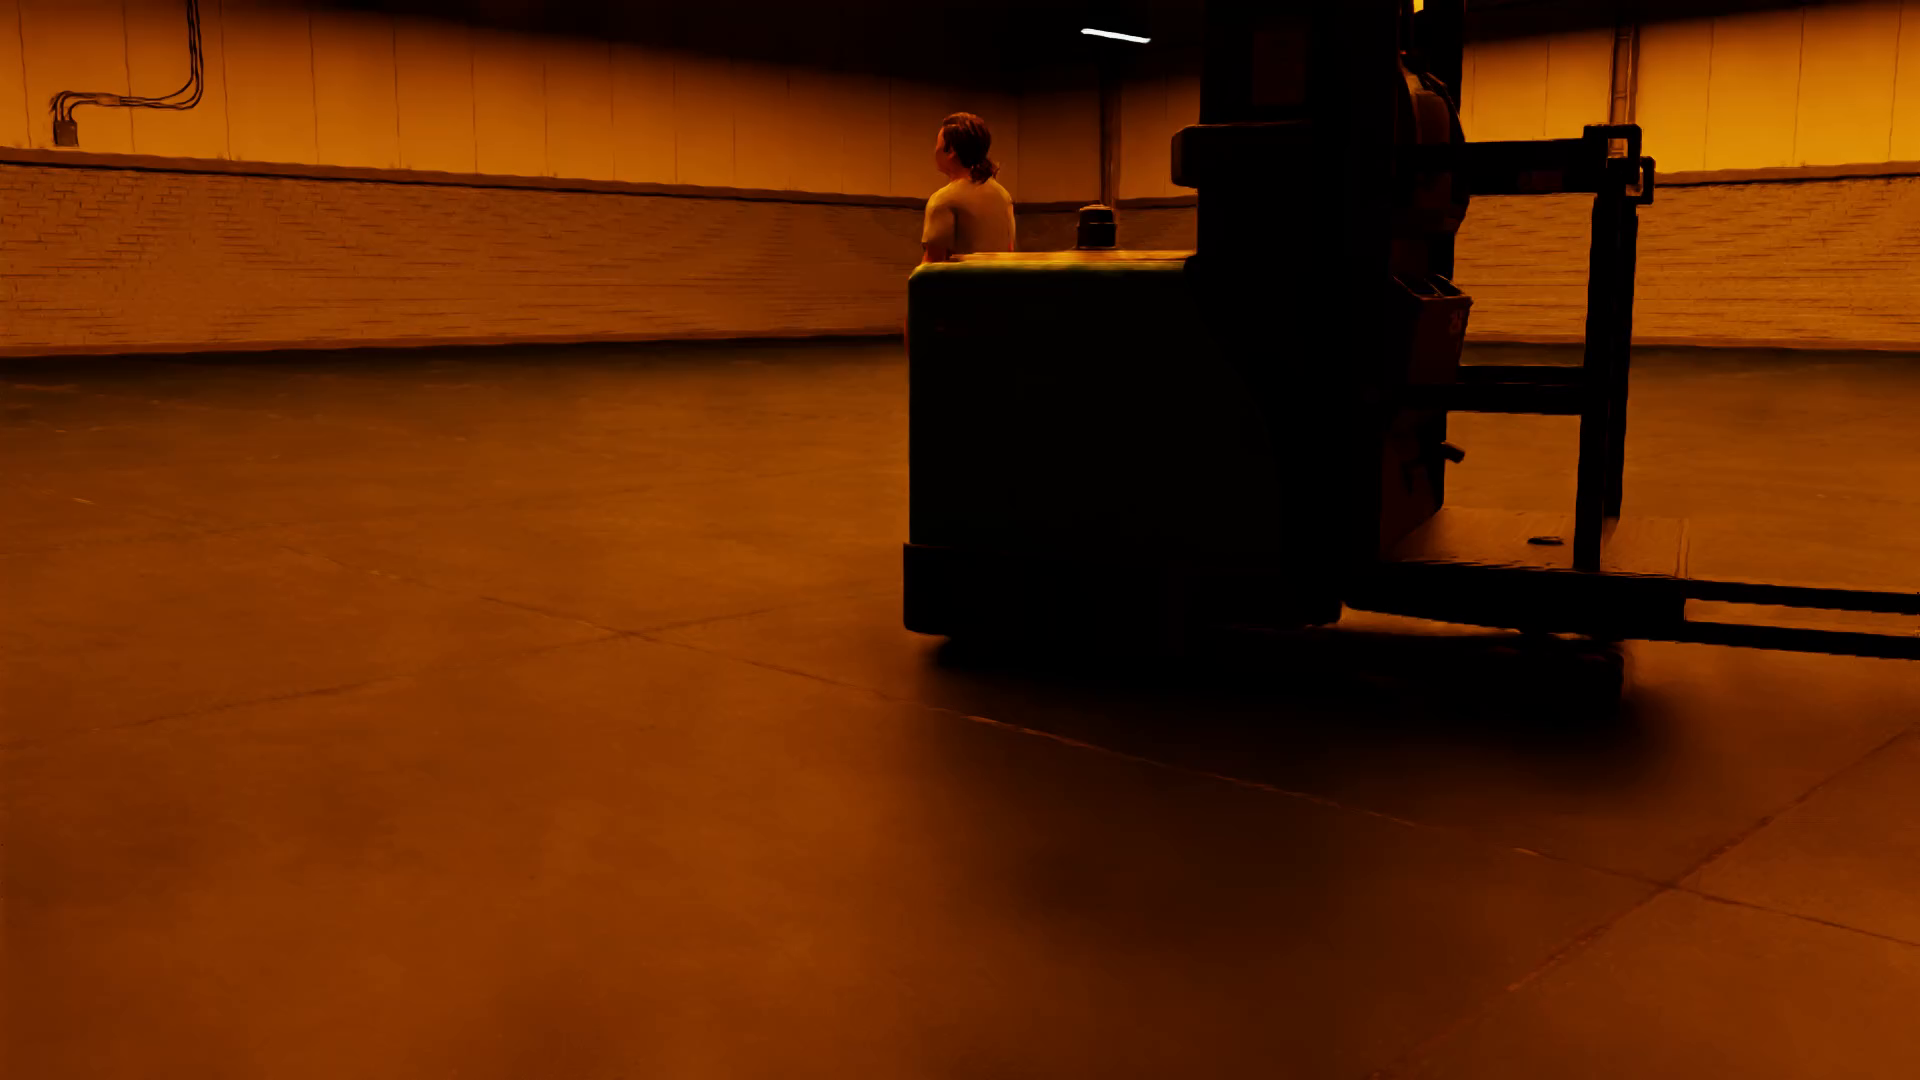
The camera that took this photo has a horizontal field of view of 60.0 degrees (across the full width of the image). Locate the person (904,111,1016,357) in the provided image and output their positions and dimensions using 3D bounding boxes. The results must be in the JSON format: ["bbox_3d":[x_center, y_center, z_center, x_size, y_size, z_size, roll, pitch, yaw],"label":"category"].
[{"bbox_3d":[-0.044,-0.845,6.652,0.548,1.674,0.550,8,12,43],"label":"person"}]

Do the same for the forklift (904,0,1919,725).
[{"bbox_3d":[1.408,-1.109,4.238,3.031,2.935,1.130,4,9,24],"label":"forklift"}]
